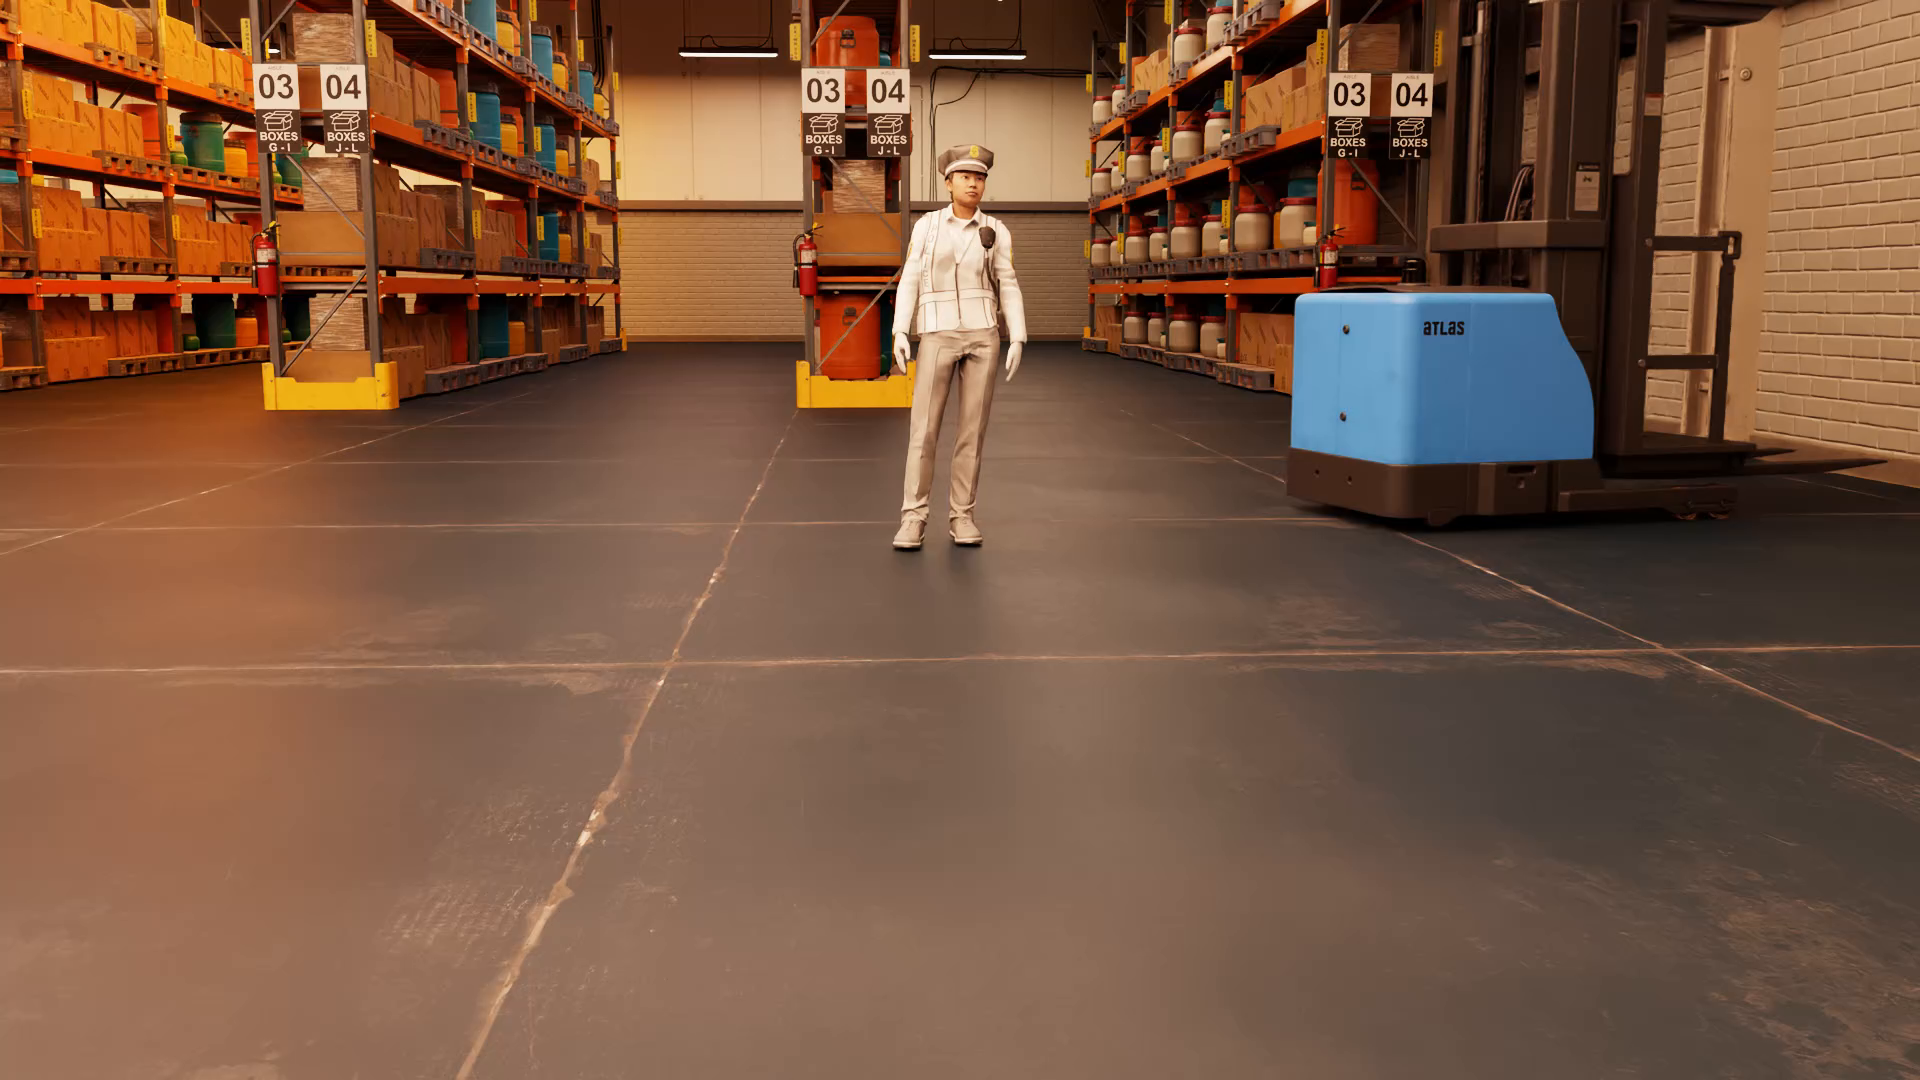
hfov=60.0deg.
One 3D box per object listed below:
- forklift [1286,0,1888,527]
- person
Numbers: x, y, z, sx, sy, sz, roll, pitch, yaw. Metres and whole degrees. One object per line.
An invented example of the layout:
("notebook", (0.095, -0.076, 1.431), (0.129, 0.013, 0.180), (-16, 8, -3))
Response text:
("forklift", (3.215, -1.612, 8.186), (3.031, 2.935, 1.130), (-3, 9, -18))
("person", (-0.002, -0.835, 7.117), (0.588, 1.695, 0.531), (-1, 8, -4))
